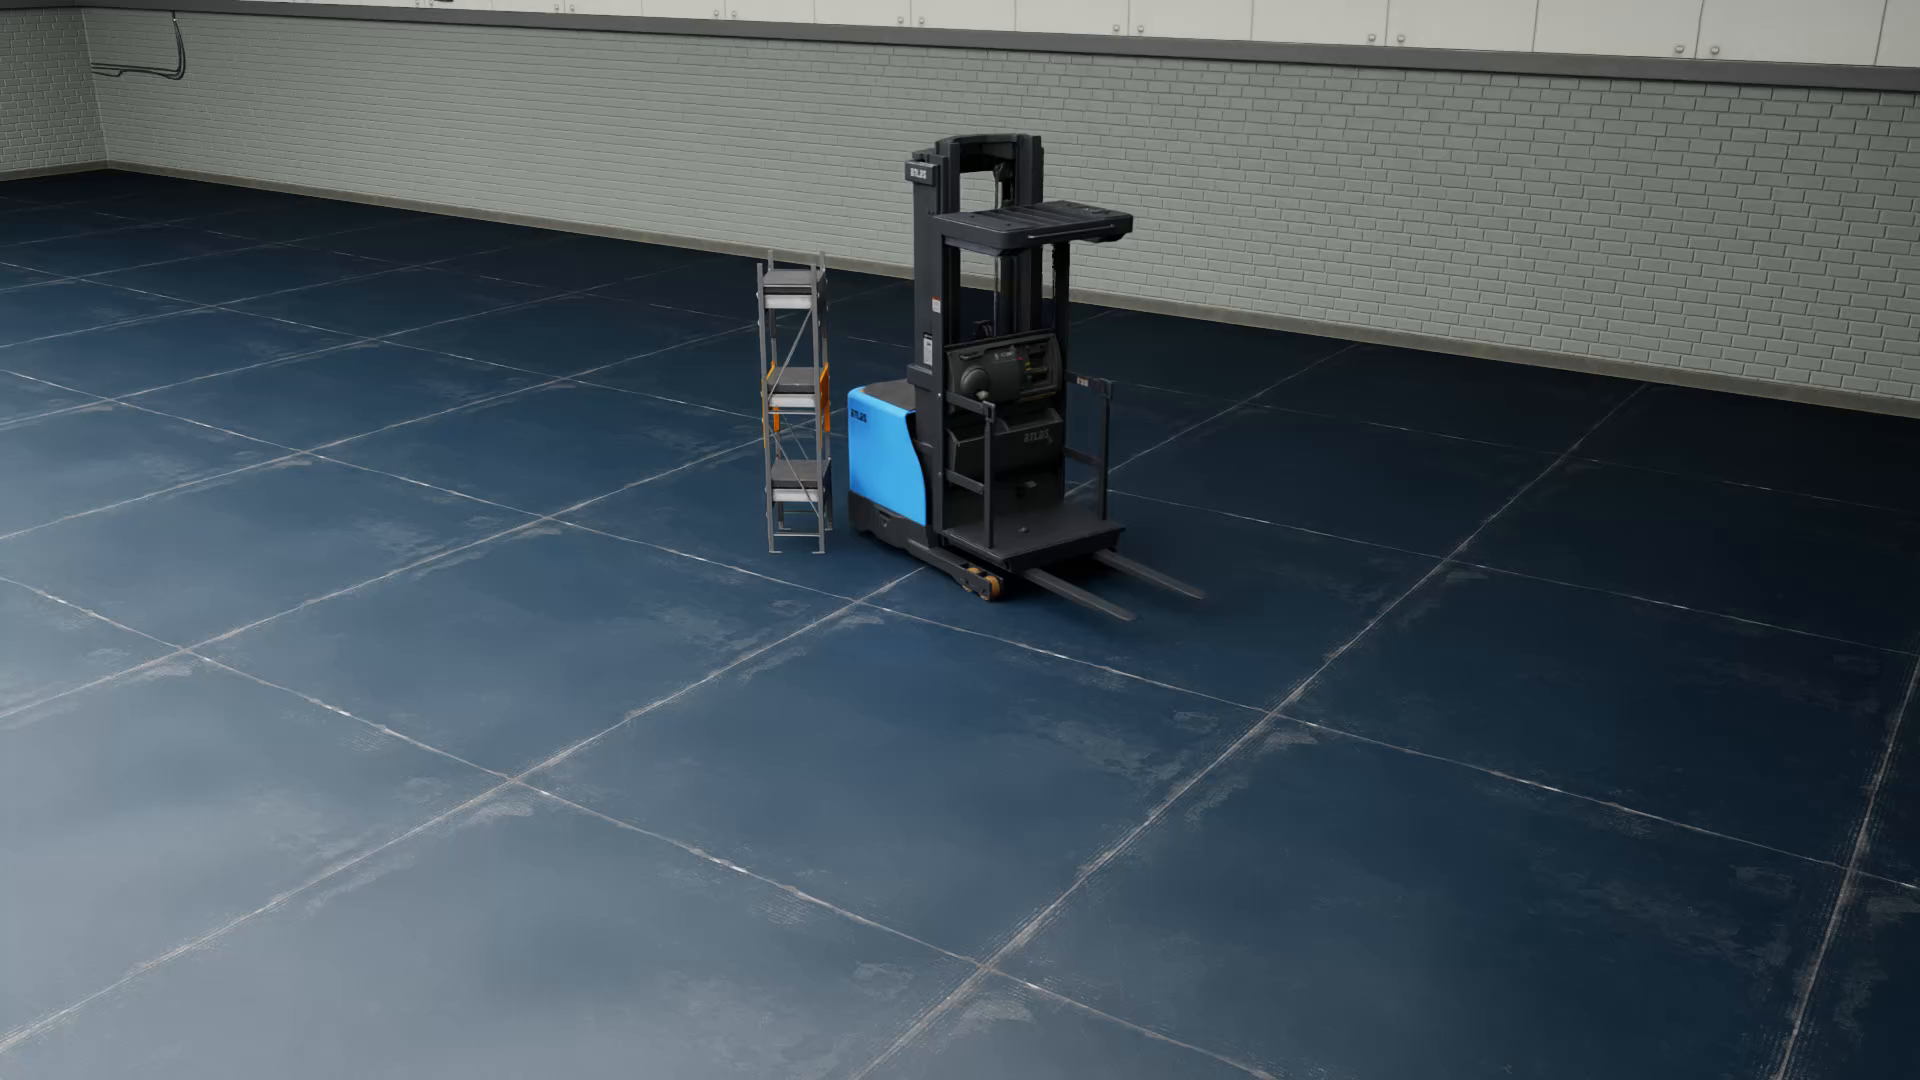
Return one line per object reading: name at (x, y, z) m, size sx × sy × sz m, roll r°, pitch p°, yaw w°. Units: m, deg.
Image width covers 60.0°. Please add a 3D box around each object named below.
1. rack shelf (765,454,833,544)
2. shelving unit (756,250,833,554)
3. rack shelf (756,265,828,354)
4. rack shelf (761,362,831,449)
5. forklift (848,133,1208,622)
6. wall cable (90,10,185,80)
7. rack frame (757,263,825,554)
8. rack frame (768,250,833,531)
rack shelf at (-1.166, -0.303, 12.116) m, size 0.431 × 0.518 × 0.480 m, roll 1°, pitch 20°, yaw 2°
shelving unit at (-1.166, -0.973, 11.868) m, size 0.431 × 2.100 × 0.503 m, roll 1°, pitch 20°, yaw 2°
rack shelf at (-1.166, -1.616, 11.630) m, size 0.431 × 0.518 × 0.480 m, roll 1°, pitch 20°, yaw 2°
rack shelf at (-1.166, -0.960, 11.873) m, size 0.431 × 0.518 × 0.480 m, roll 1°, pitch 20°, yaw 2°
forklift at (0.435, -1.159, 11.172) m, size 1.130 × 2.935 × 3.031 m, roll -14°, pitch 25°, yaw -33°
wall cable at (-14.678, -9.403, 29.190) m, size 3.097 × 2.526 × 0.112 m, roll 13°, pitch 24°, yaw 32°
rack frame at (-1.176, -0.888, 11.639) m, size 0.400 × 2.100 × 0.015 m, roll 1°, pitch 20°, yaw 2°
rack frame at (-1.155, -1.057, 12.097) m, size 0.400 × 2.100 × 0.015 m, roll 1°, pitch 20°, yaw 2°
